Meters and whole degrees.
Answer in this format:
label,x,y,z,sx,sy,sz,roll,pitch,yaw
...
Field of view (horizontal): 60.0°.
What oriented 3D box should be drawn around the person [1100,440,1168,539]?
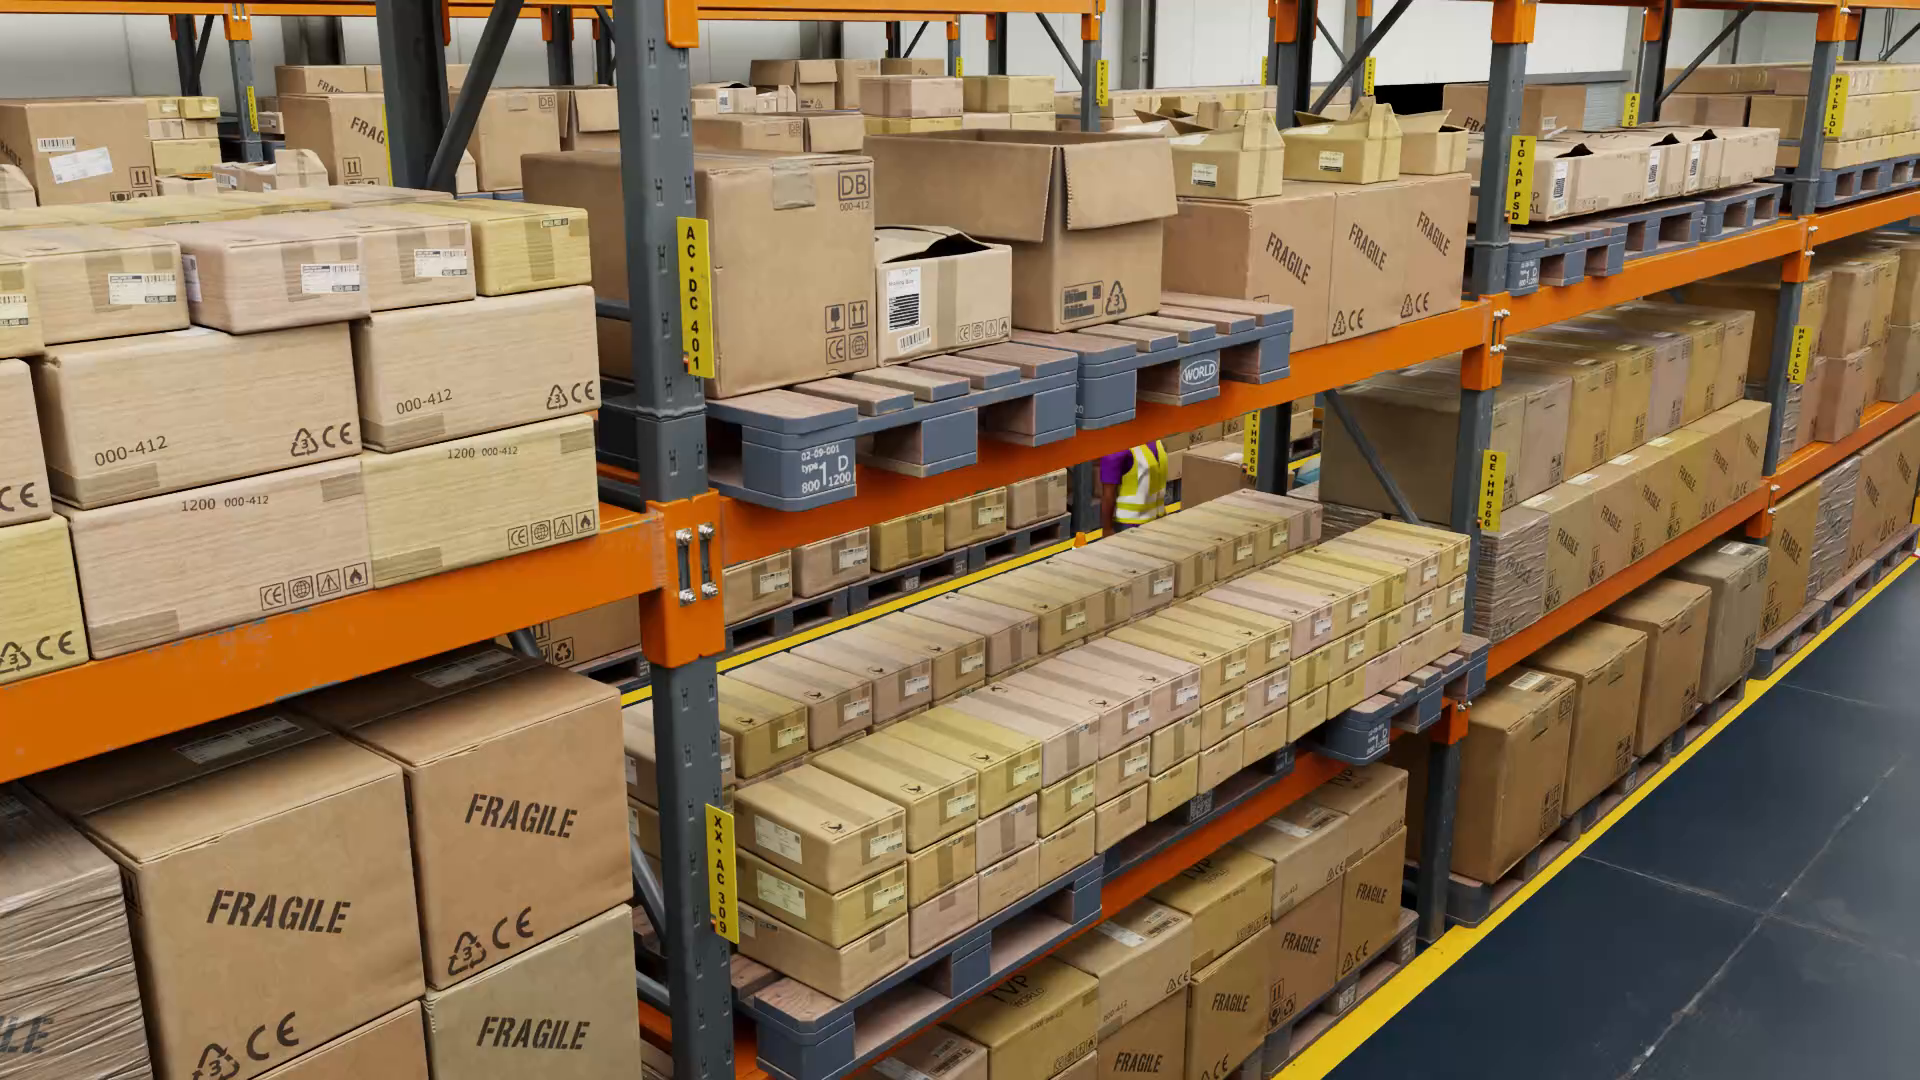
label,x,y,z,sx,sy,sz,roll,pitch,yaw
person,1.101,-0.126,10.385,0.459,1.770,0.608,10,20,30
